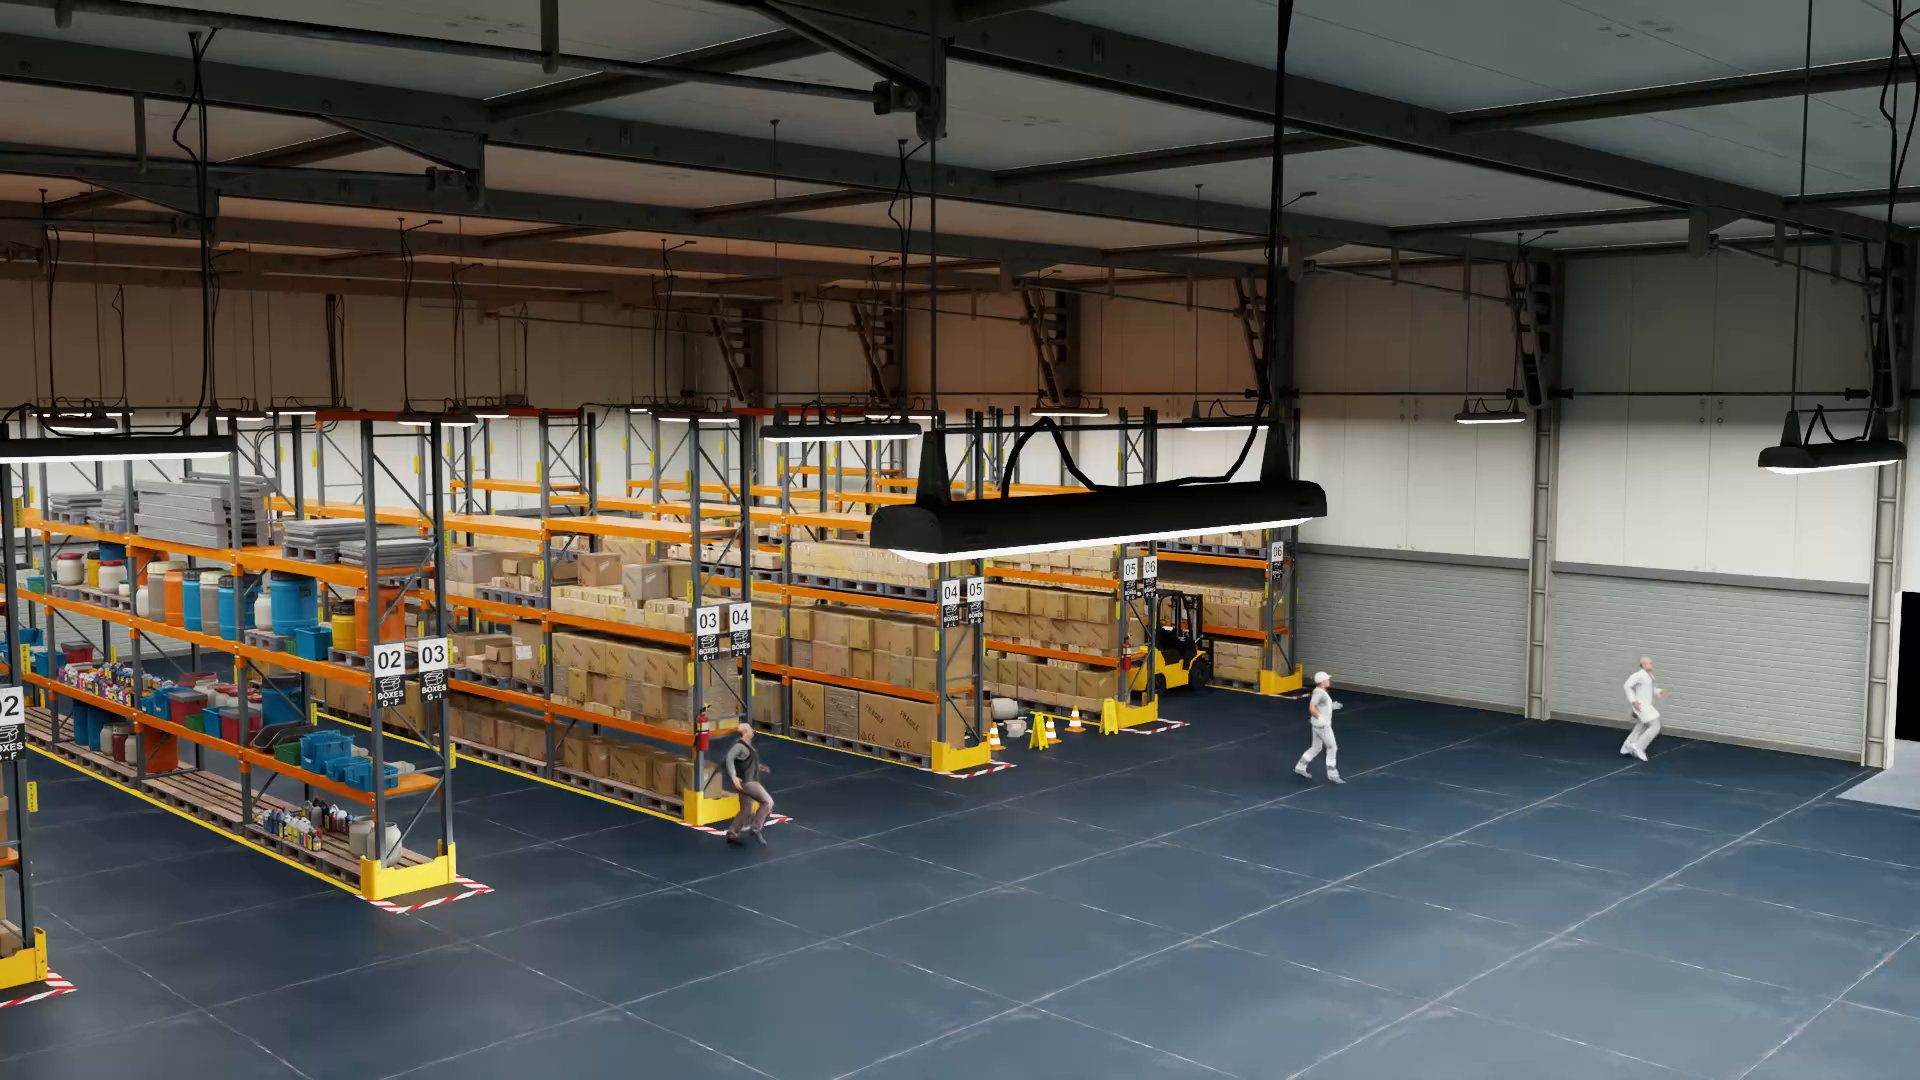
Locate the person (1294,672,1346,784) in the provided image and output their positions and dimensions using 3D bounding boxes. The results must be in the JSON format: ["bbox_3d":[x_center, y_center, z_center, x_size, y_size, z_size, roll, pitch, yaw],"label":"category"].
[{"bbox_3d":[5.853,3.041,26.978,0.814,1.824,0.640,0,5,2],"label":"person"}]

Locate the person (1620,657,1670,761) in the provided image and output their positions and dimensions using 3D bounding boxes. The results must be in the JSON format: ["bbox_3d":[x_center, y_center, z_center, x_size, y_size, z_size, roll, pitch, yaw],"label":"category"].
[{"bbox_3d":[11.850,2.914,28.752,0.766,1.792,0.701,3,6,30],"label":"person"}]

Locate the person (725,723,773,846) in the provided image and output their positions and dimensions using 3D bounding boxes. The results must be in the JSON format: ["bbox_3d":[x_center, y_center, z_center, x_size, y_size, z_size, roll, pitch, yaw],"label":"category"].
[{"bbox_3d":[-2.962,3.407,23.354,0.679,1.659,0.644,0,5,-5],"label":"person"}]

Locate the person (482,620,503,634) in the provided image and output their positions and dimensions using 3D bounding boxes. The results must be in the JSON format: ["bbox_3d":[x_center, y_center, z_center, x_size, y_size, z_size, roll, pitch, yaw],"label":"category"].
[{"bbox_3d":[-11.522,1.835,41.073,0.659,1.764,0.659,-5,7,-44],"label":"person"}]
